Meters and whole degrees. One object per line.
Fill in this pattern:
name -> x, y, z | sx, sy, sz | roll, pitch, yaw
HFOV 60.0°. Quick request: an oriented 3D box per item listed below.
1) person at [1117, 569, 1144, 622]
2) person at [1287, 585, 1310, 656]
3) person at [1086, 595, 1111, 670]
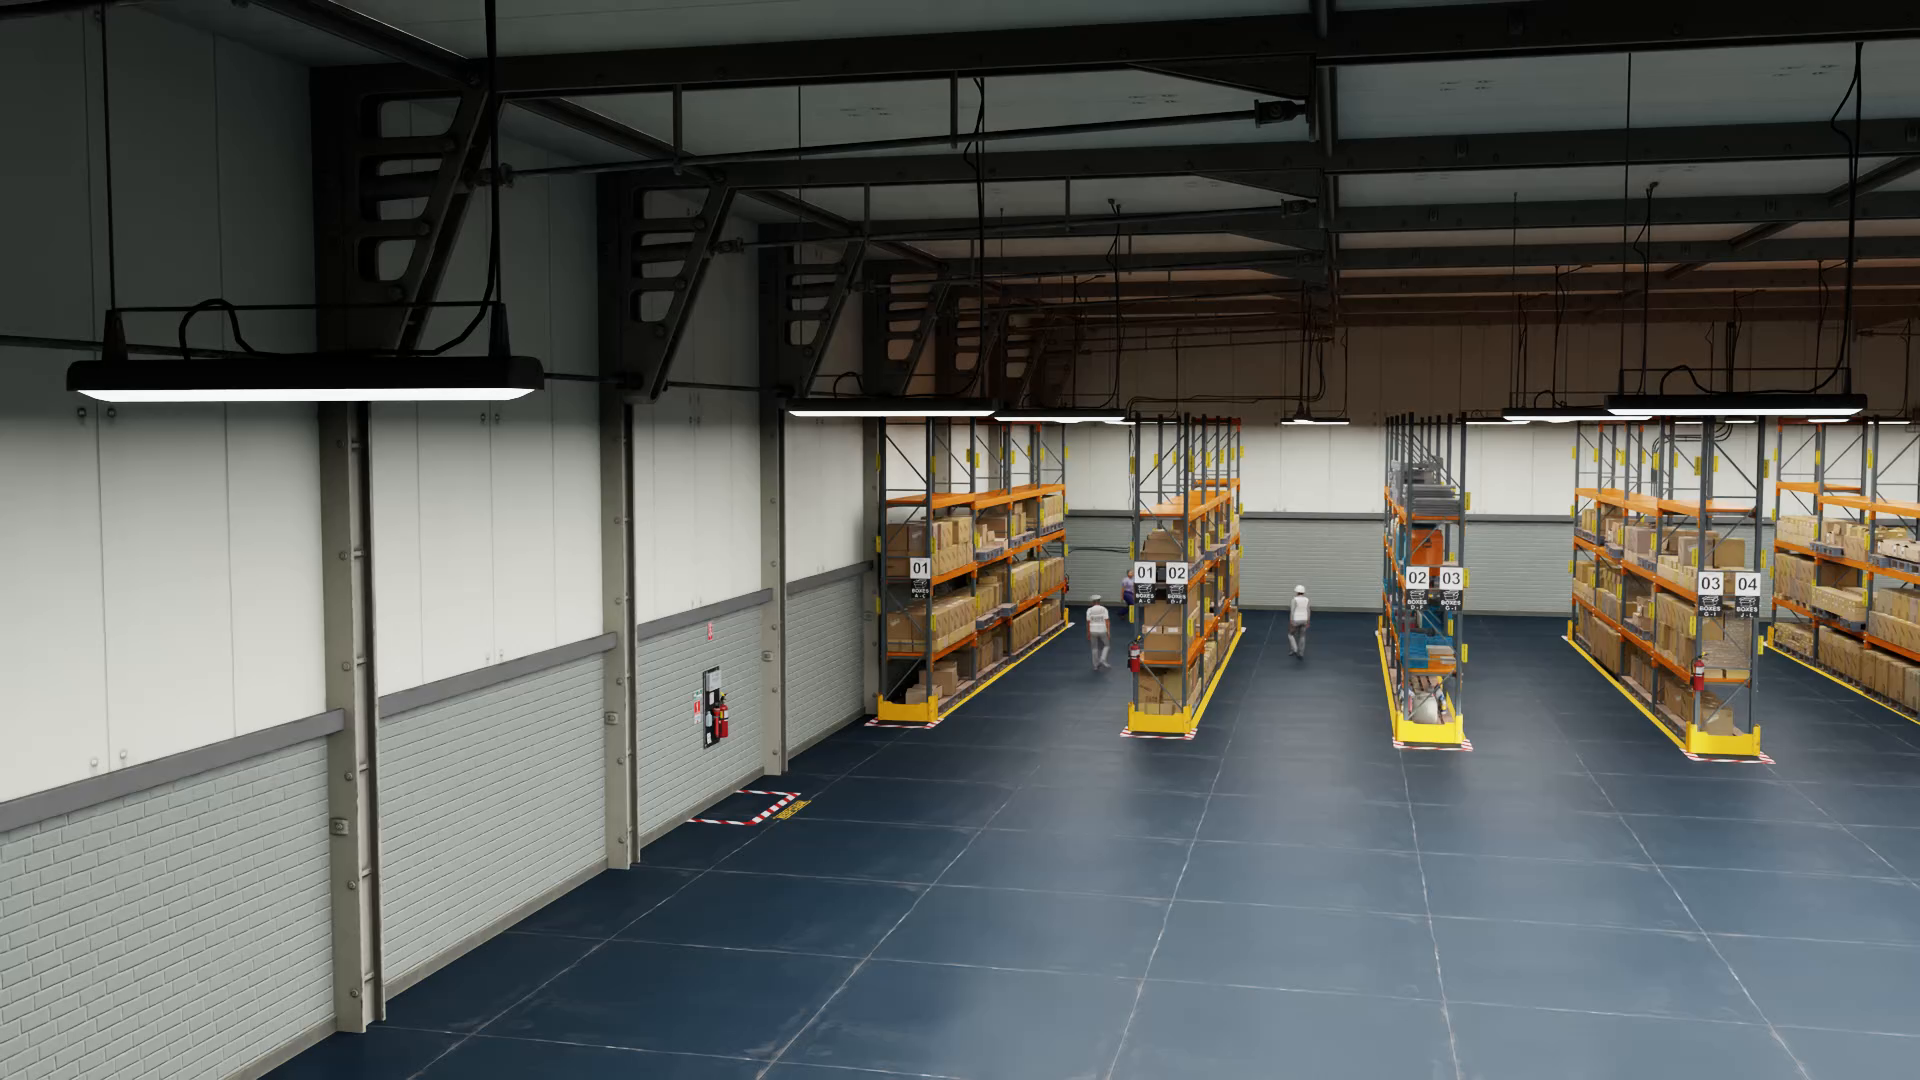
person -> 5.050, 1.626, 49.180 | 1.021, 1.528, 0.465 | 3, 5, 37
person -> 8.492, 2.026, 41.660 | 0.569, 1.787, 0.397 | -1, 4, -18
person -> 3.277, 2.188, 39.243 | 0.606, 1.756, 0.532 | 1, 4, 9
